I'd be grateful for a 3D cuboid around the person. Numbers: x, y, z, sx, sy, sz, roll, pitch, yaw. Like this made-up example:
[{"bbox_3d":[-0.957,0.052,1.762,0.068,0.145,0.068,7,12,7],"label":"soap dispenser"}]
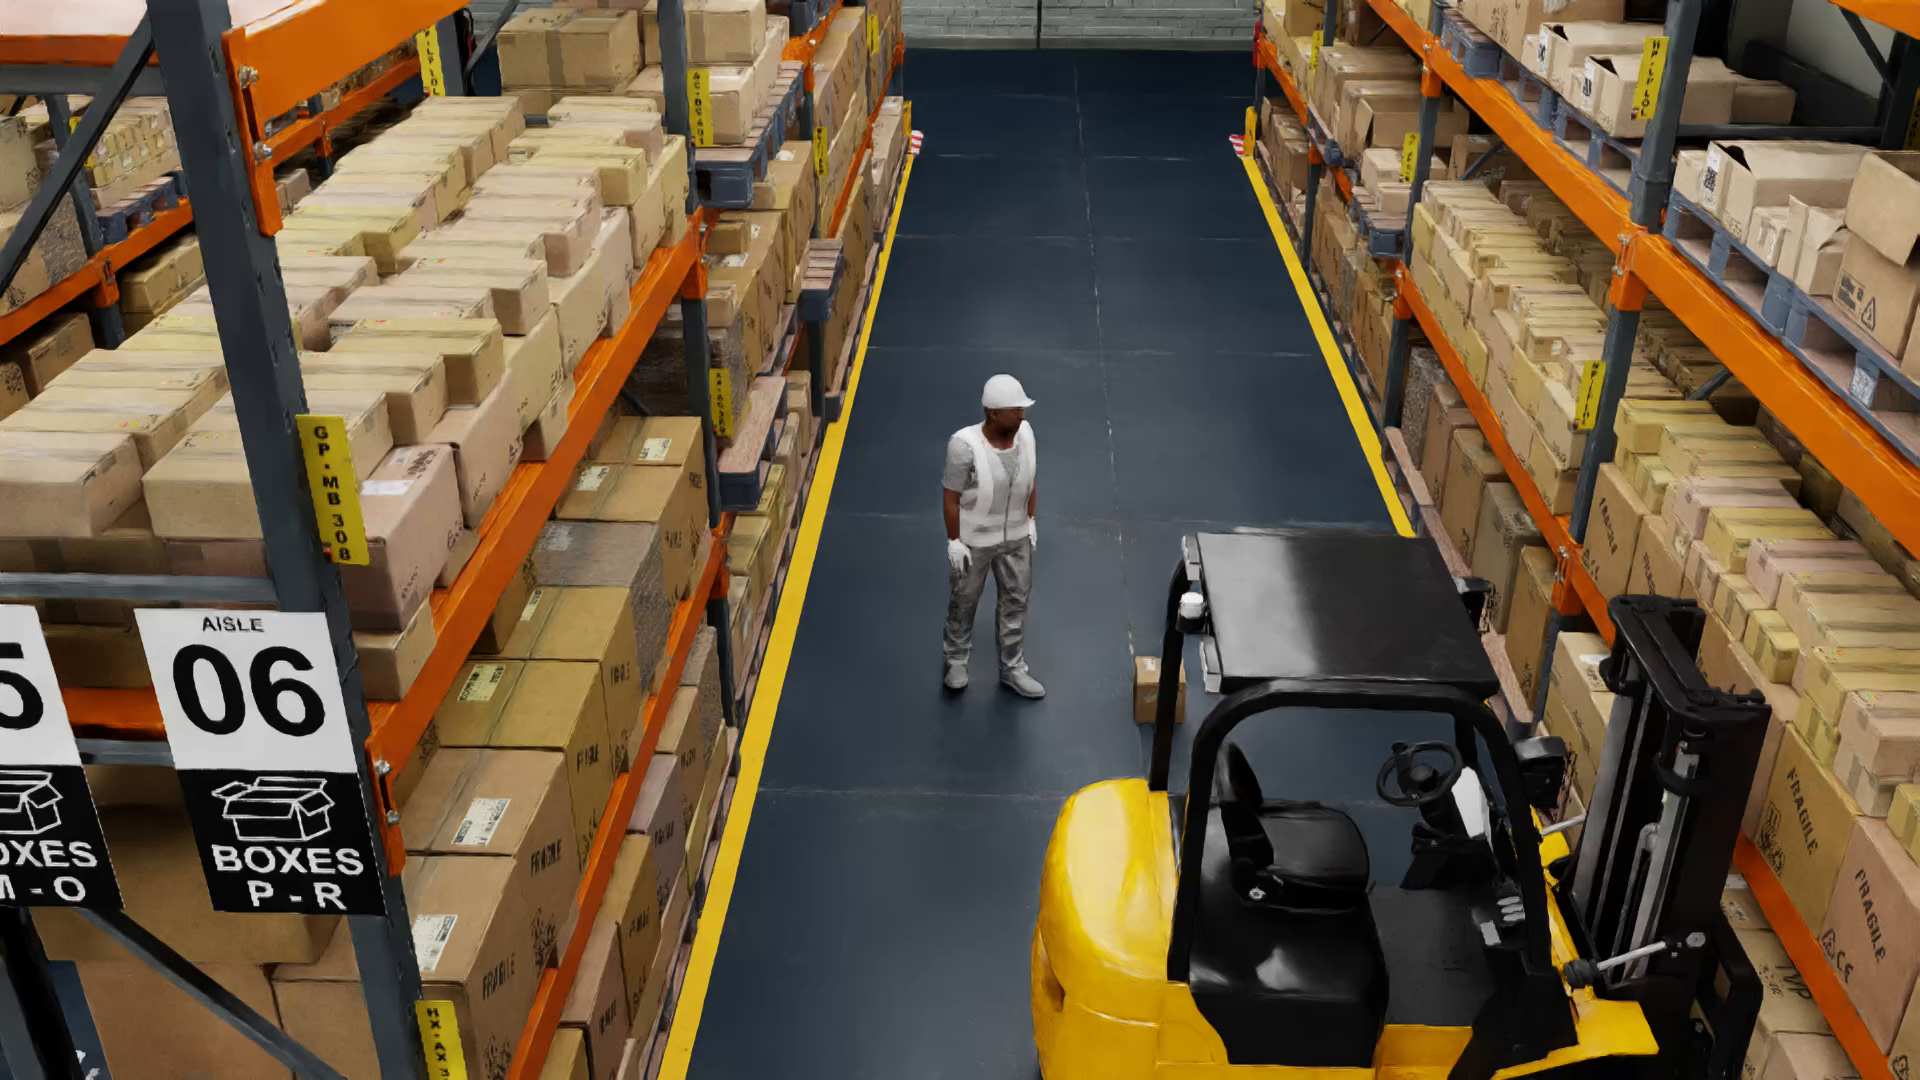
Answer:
[{"bbox_3d":[0.179,-0.015,8.614,0.566,1.788,0.534,-14,31,-25],"label":"person"}]
